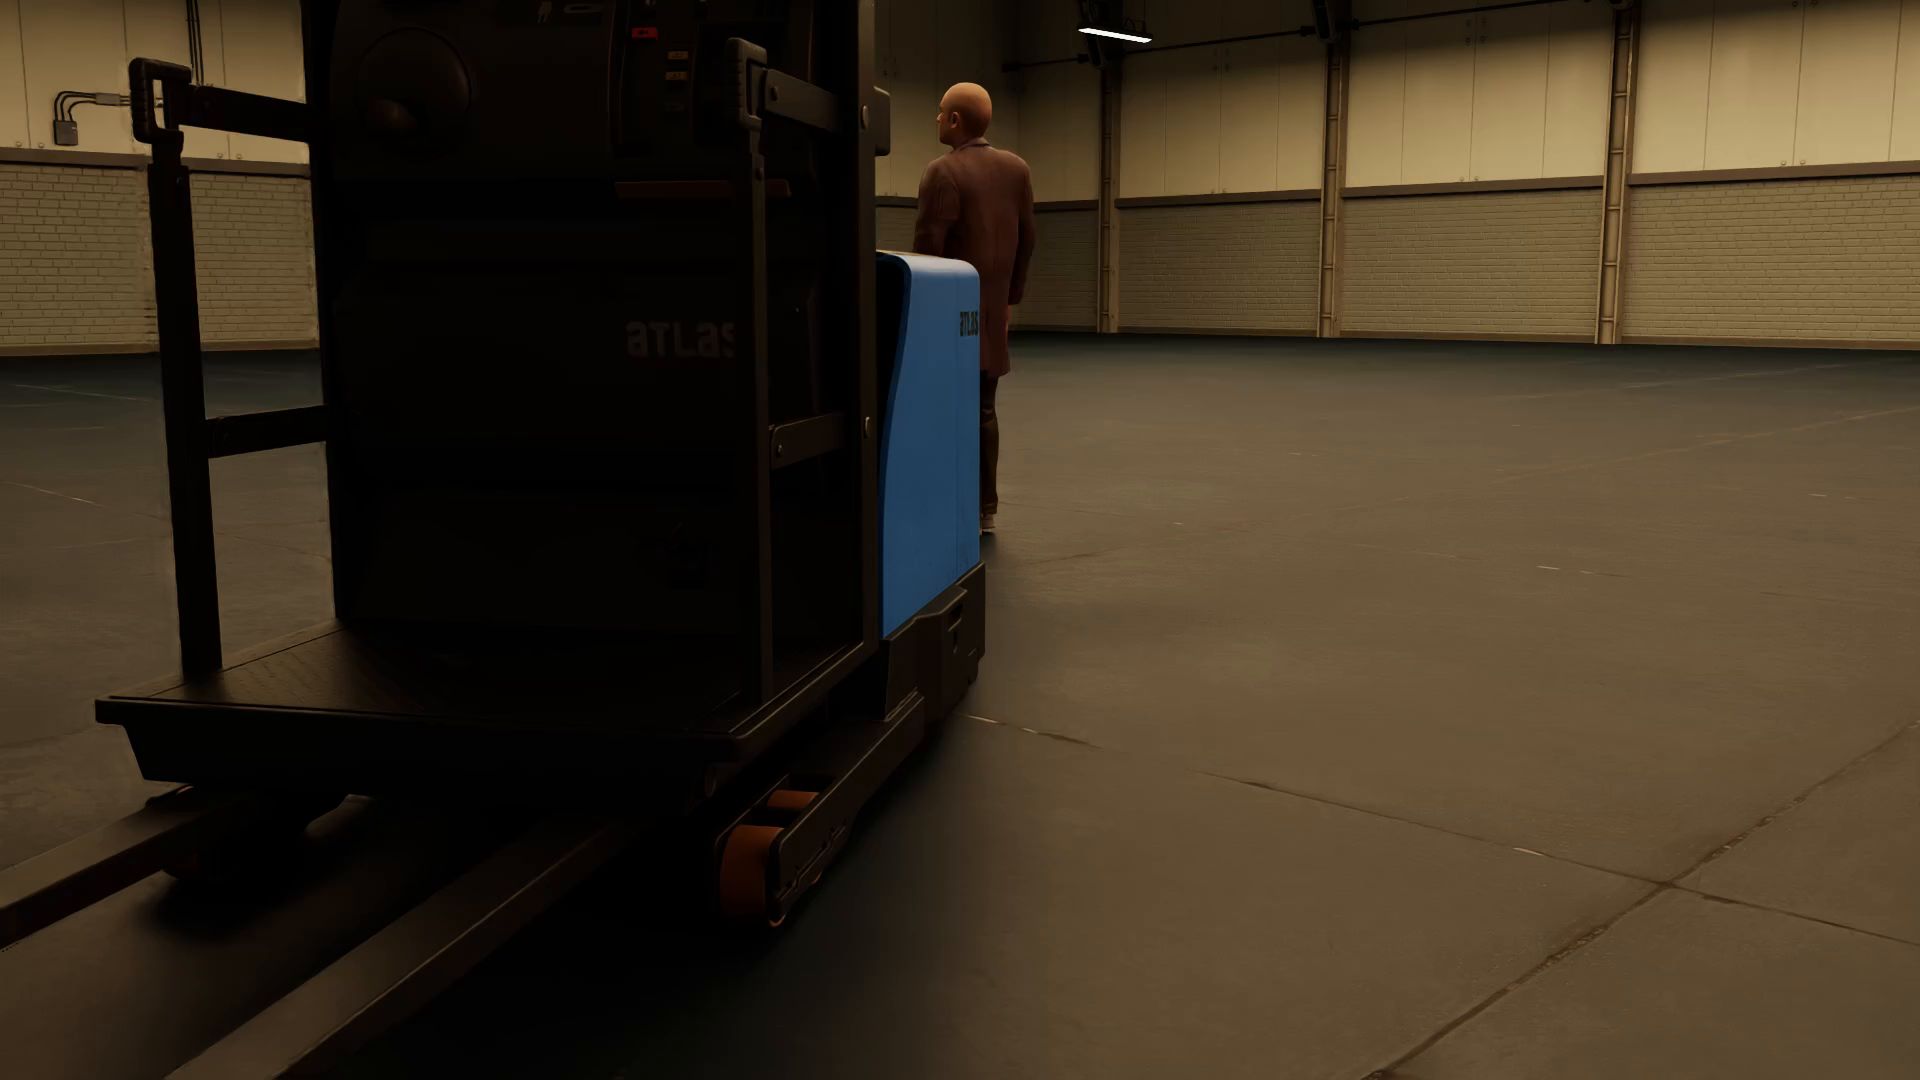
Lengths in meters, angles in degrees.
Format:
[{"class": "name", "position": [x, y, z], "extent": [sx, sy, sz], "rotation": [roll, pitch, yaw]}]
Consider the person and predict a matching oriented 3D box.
[{"class": "person", "position": [-0.064, -0.896, 6.650], "extent": [0.579, 1.777, 0.696], "rotation": [8, 12, 43]}]

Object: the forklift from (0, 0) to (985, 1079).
[{"class": "forklift", "position": [-0.748, -0.894, 2.811], "extent": [1.130, 2.935, 3.031], "rotation": [2, 9, 12]}]
